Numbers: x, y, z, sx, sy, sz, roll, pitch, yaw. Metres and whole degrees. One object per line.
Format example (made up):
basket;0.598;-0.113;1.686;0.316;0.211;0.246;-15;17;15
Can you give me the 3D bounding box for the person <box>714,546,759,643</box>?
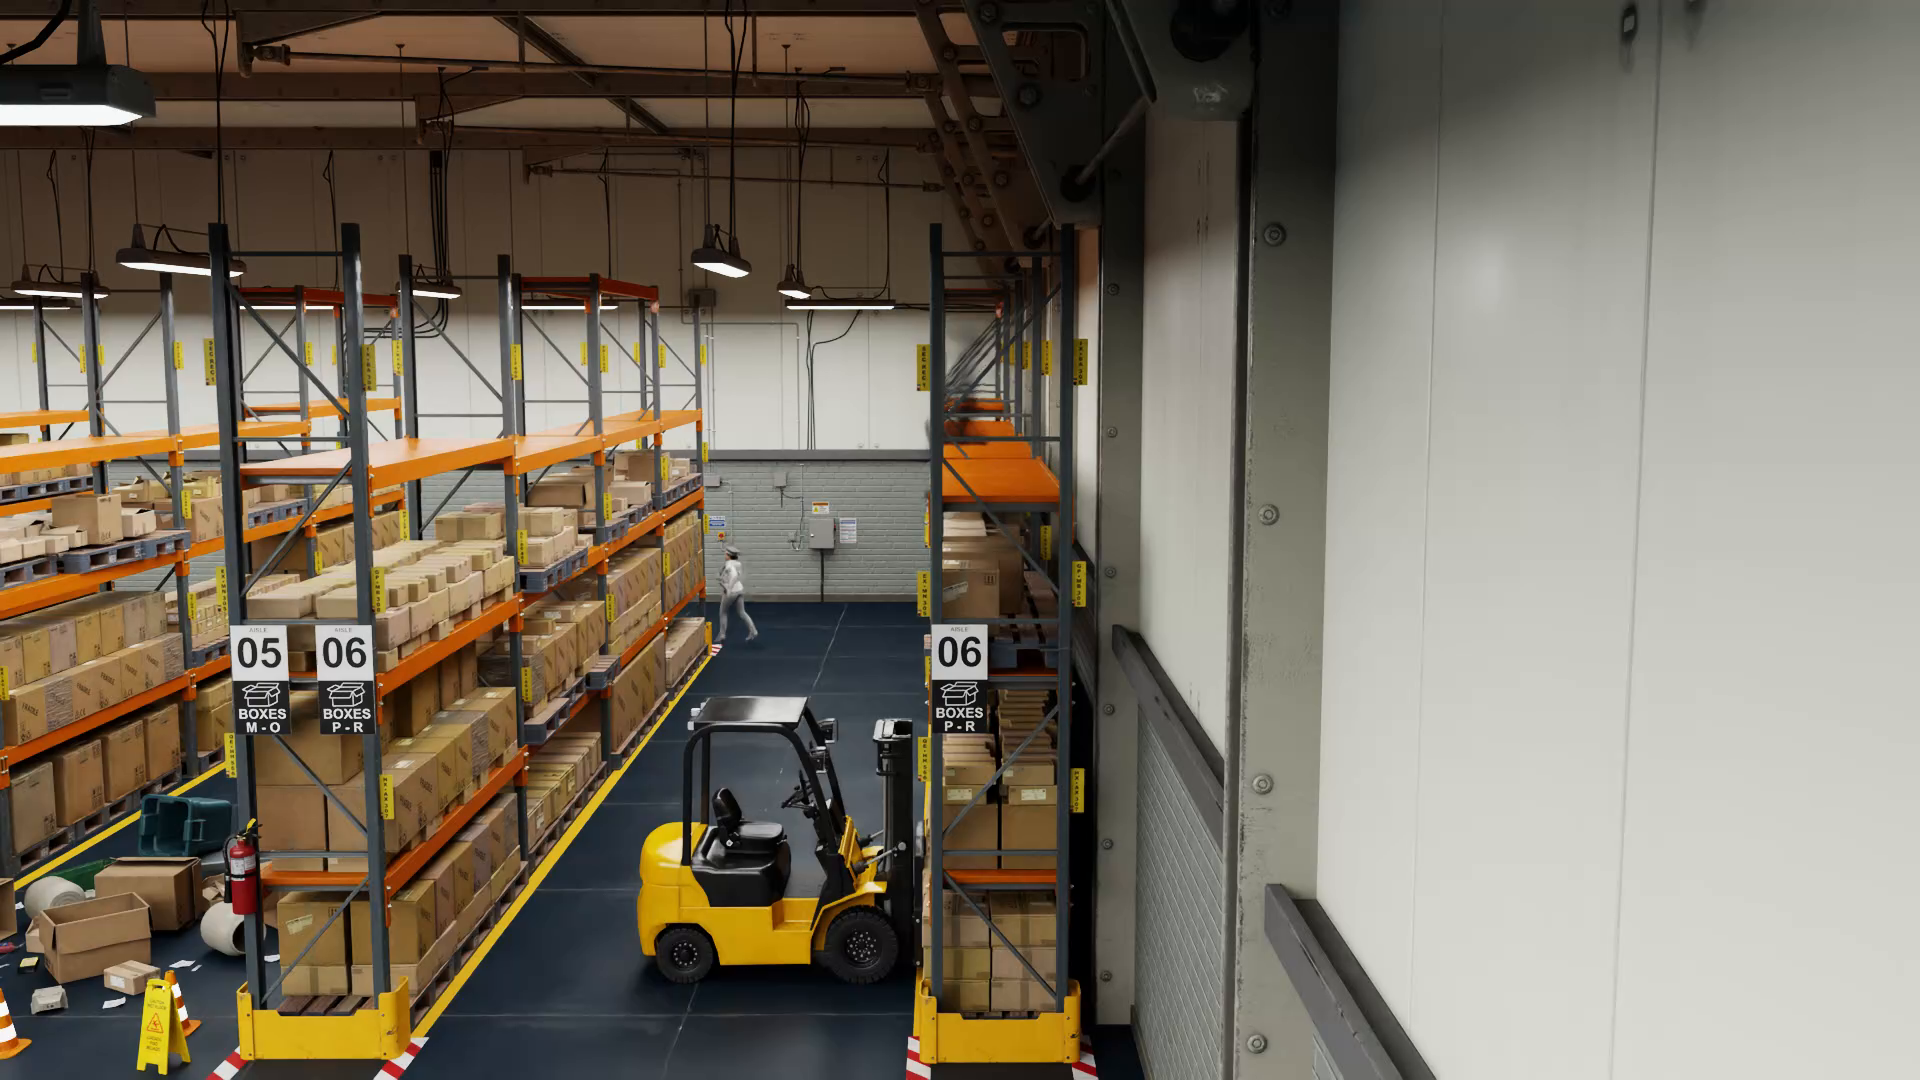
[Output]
person;-3.912;0.954;28.776;0.848;1.720;0.589;4;8;29
